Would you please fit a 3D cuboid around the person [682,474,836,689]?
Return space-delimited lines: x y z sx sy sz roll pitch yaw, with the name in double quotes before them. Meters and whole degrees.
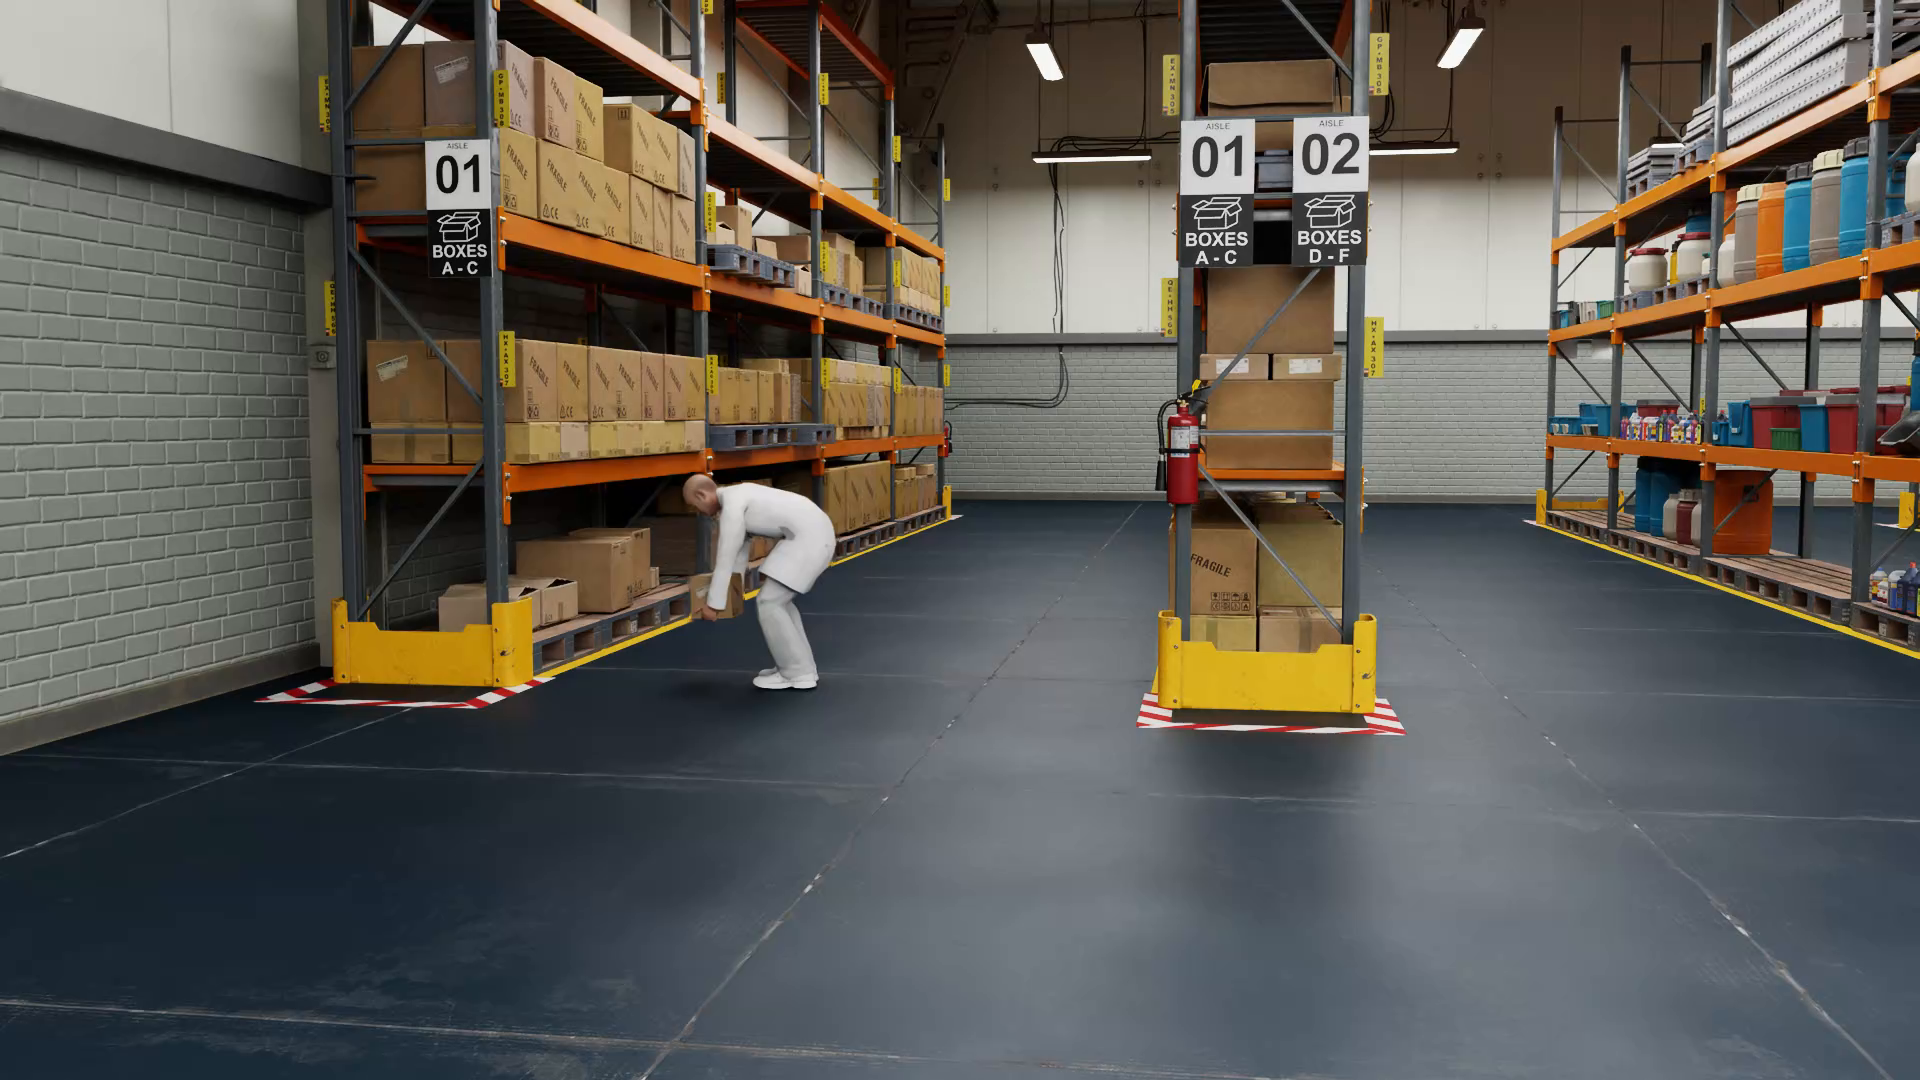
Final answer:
"person" -1.193 0.247 9.887 0.917 1.239 0.569 0 4 6
